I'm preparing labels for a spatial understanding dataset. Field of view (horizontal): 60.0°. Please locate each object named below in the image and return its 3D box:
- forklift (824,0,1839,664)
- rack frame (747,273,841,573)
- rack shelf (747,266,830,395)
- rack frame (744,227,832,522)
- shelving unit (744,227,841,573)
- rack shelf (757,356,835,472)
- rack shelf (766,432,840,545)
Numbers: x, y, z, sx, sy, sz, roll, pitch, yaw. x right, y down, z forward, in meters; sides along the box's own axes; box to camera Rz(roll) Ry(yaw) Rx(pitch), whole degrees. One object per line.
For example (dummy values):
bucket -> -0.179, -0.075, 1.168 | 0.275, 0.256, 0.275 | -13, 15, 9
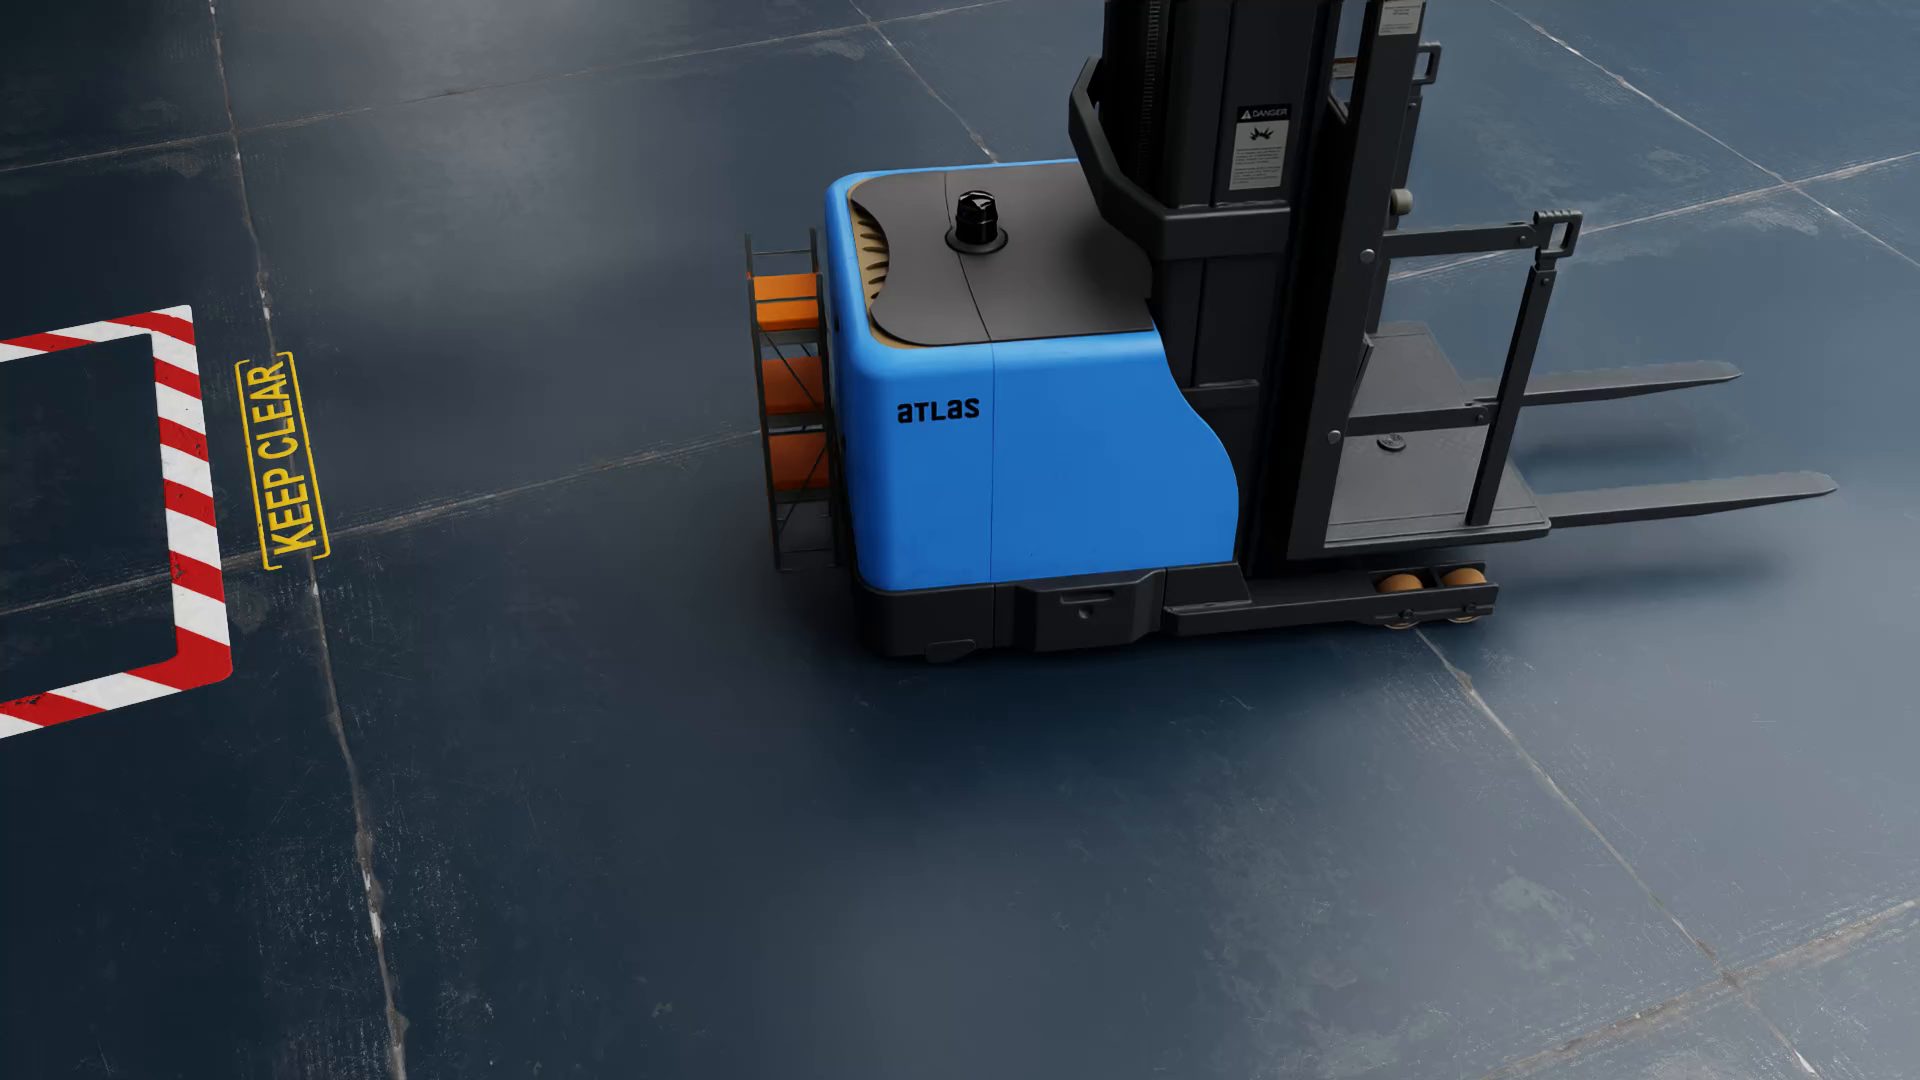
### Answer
forklift -> 1.150, -1.185, 4.381 | 3.031, 2.935, 1.130 | -5, 41, -6
rack frame -> -0.469, -0.308, 4.803 | 0.200, 1.050, 0.008 | -5, 41, -6
rack shelf -> -0.486, -0.594, 4.717 | 0.215, 0.259, 0.240 | -5, 41, -6
rack frame -> -0.502, -0.466, 4.987 | 0.200, 1.050, 0.008 | -5, 41, -6
shelving unit -> -0.486, -0.387, 4.895 | 0.215, 1.050, 0.252 | -5, 41, -6
rack shelf -> -0.486, -0.379, 4.902 | 0.215, 0.259, 0.240 | -5, 41, -6
rack shelf -> -0.485, -0.169, 5.083 | 0.215, 0.259, 0.240 | -5, 41, -6
